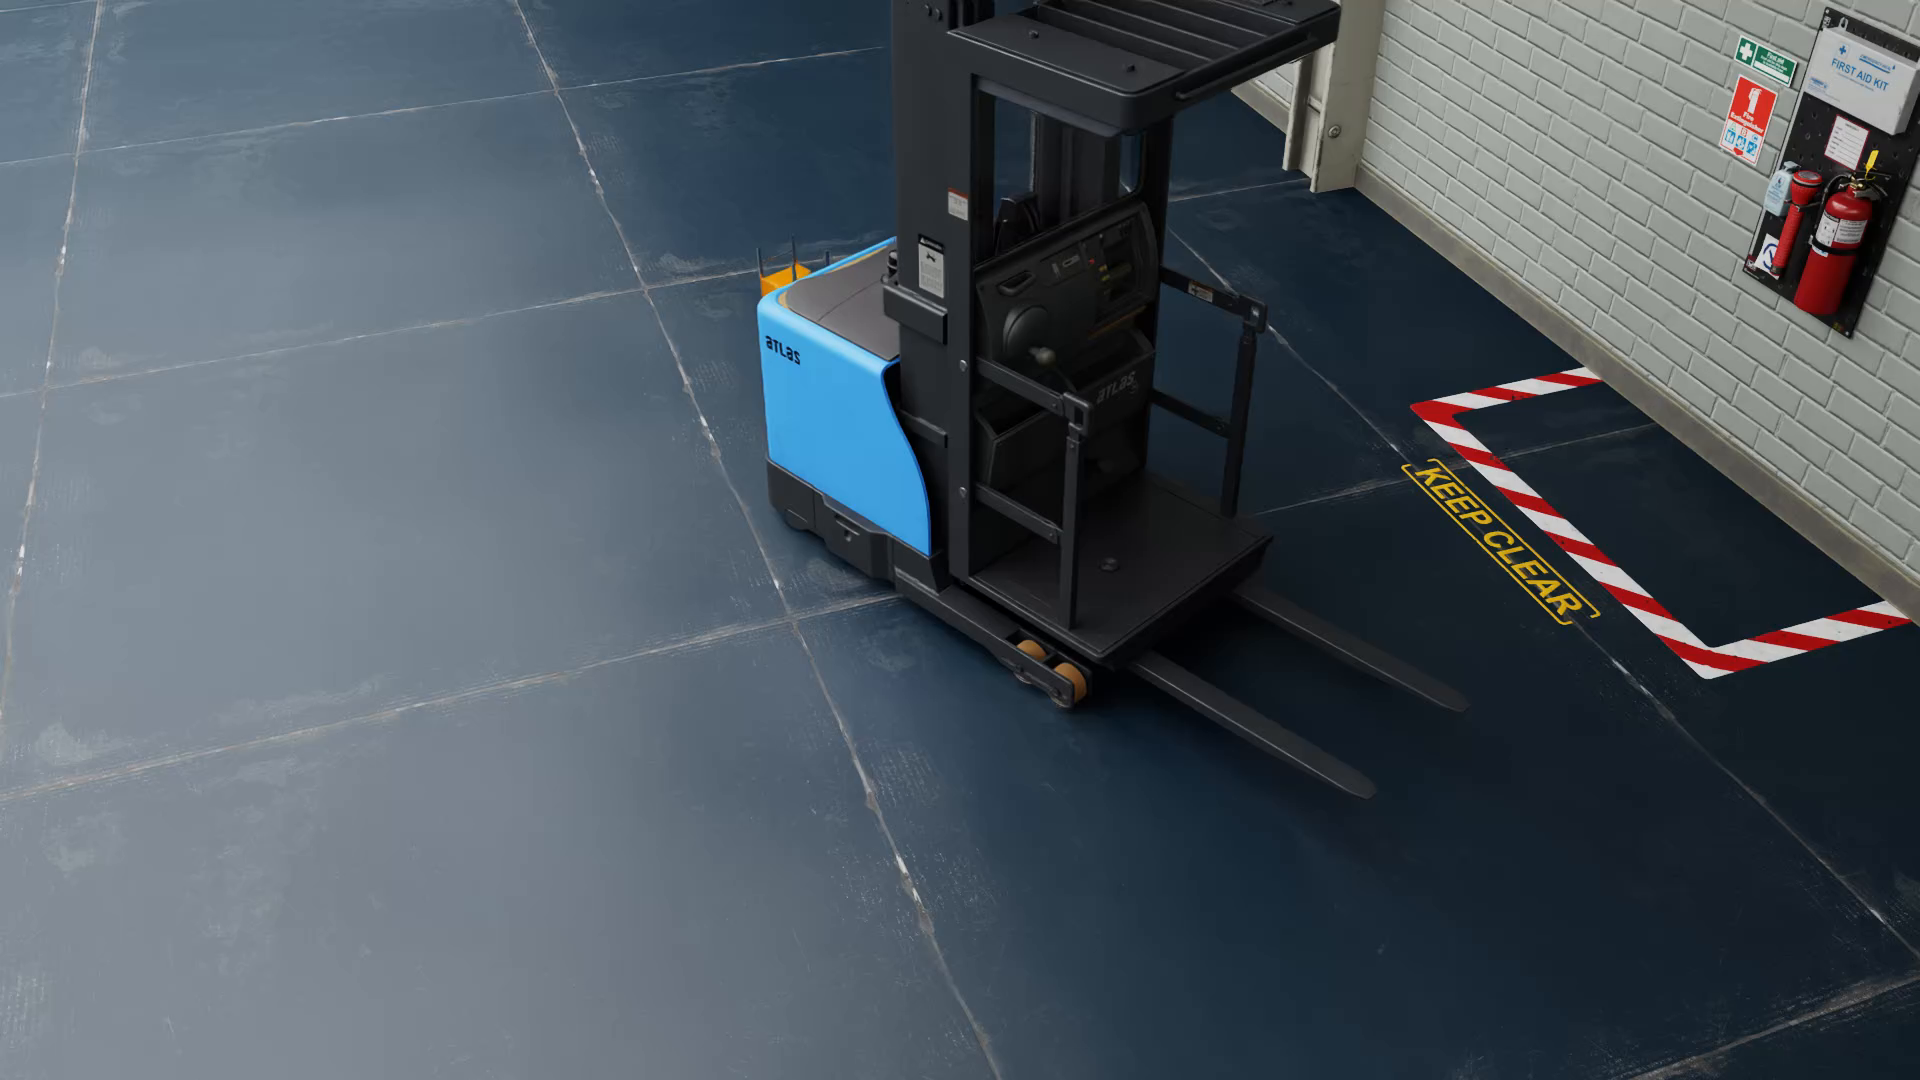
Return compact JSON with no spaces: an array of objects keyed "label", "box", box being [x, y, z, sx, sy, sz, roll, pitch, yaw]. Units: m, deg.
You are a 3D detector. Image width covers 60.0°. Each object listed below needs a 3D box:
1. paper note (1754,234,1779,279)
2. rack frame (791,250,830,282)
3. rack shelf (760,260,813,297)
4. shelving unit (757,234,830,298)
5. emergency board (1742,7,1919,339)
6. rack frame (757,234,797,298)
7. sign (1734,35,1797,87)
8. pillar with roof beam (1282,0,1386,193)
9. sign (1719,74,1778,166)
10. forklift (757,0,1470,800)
[{"label":"paper note","box":[3.465,-1.209,7.095,0.016,0.148,0.142,-12,39,-16]},{"label":"rack frame","box":[-0.616,-0.769,7.375,0.200,1.050,0.008,-29,42,-33]},{"label":"rack shelf","box":[-0.710,-1.042,7.296,0.215,0.259,0.240,-29,42,-33]},{"label":"shelving unit","box":[-0.699,-0.817,7.451,0.215,1.050,0.252,-29,42,-33]},{"label":"emergency board","box":[3.461,-1.447,6.678,0.194,1.169,0.643,-12,39,-16]},{"label":"rack frame","box":[-0.781,-0.865,7.527,0.200,1.050,0.008,-29,42,-33]},{"label":"sign","box":[3.361,-2.002,6.945,0.001,0.109,0.331,-12,39,-16]},{"label":"pillar with roof beam","box":[-1.831,-4.937,6.326,9.100,9.000,0.400,-12,39,-16]},{"label":"sign","box":[3.368,-1.795,7.110,0.001,0.329,0.234,-12,39,-16]},{"label":"forklift","box":[0.556,-0.885,5.988,3.031,2.935,1.130,31,47,34]}]
